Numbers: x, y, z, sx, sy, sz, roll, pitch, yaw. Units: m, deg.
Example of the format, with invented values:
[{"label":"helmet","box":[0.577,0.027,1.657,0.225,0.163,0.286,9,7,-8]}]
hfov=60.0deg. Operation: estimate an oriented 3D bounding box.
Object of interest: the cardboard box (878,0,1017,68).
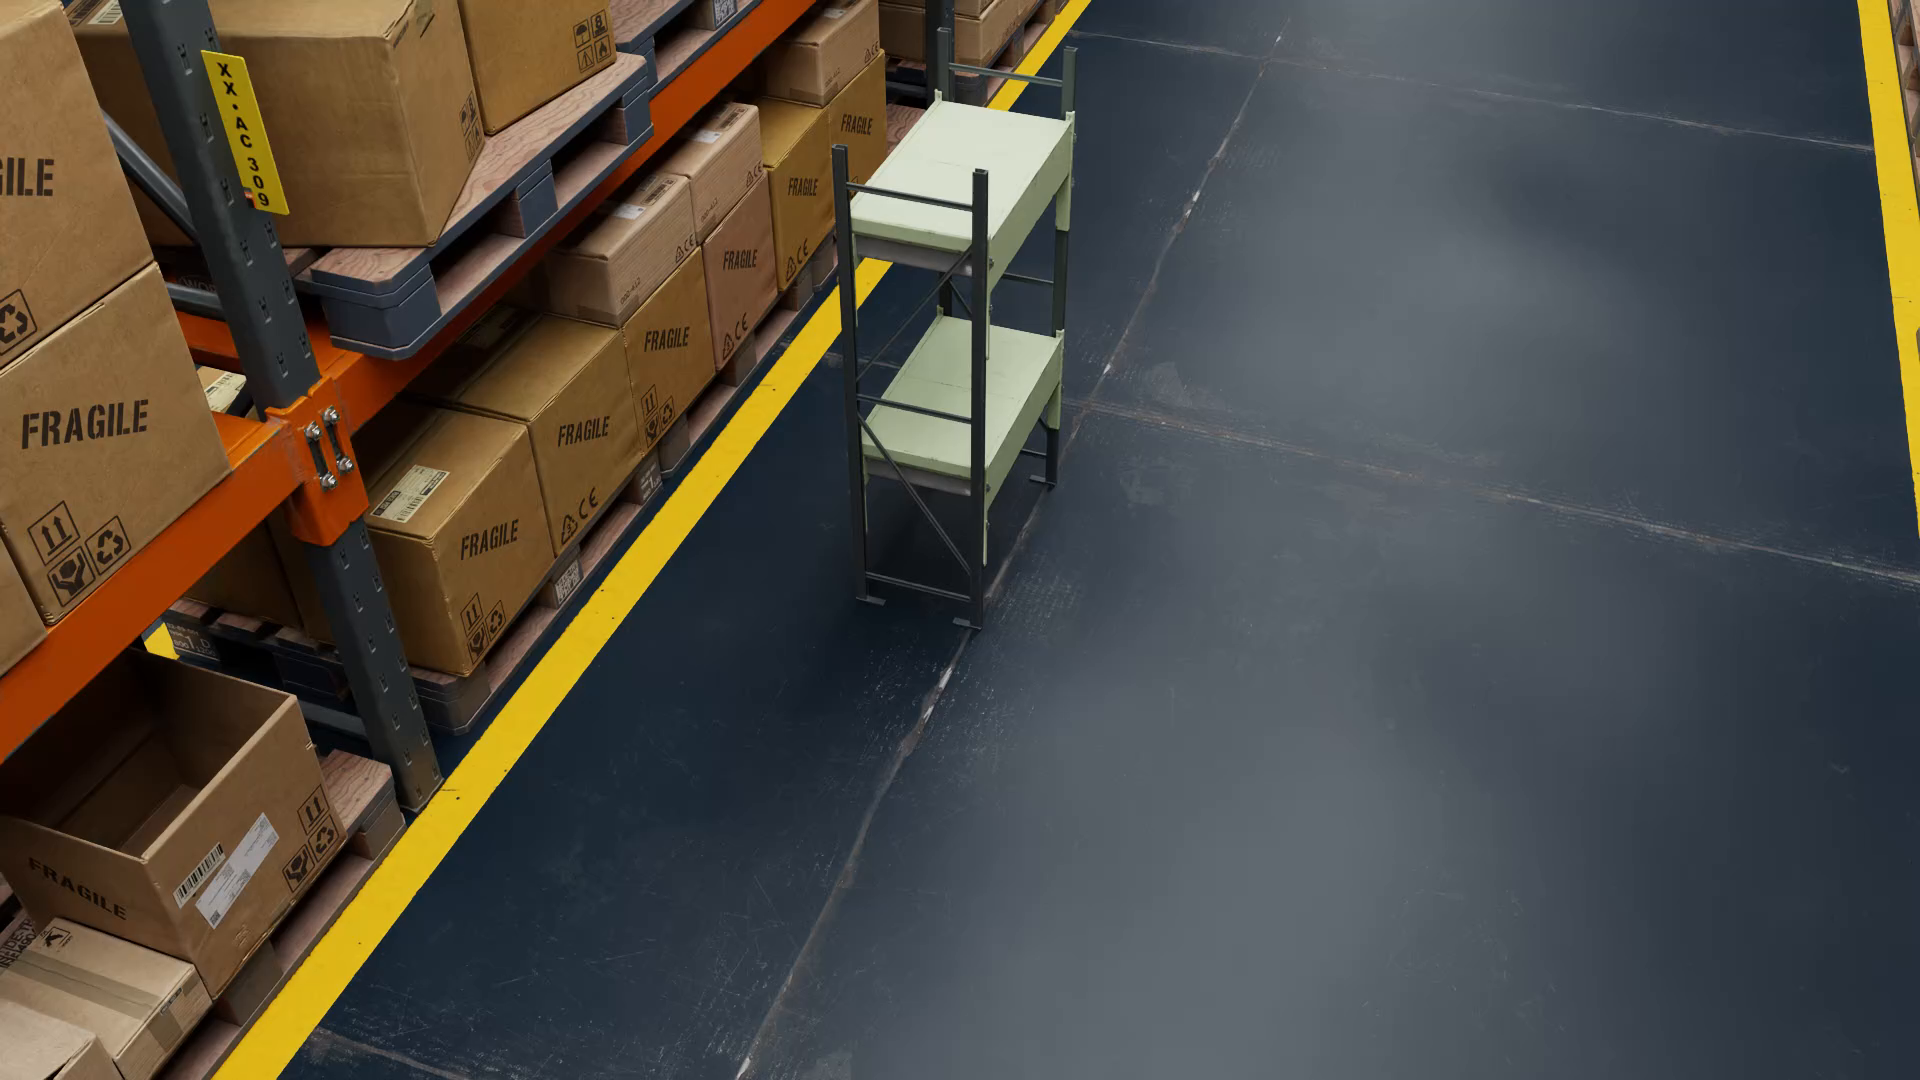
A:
[{"label":"cardboard box","box":[-0.057,-2.369,7.510,0.500,0.250,0.500,13,42,15]}]

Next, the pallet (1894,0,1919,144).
[{"label":"pallet","box":[4.832,-2.061,7.503,1.003,0.211,1.213,13,42,15]}]

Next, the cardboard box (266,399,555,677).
[{"label":"cardboard box","box":[-1.485,-0.018,4.547,0.500,0.500,0.500,11,42,13]}]

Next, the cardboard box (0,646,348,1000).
[{"label":"cardboard box","box":[-1.808,0.633,3.784,0.500,0.500,0.500,13,42,15]}]

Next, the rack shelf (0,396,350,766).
[{"label":"rack shelf","box":[-2.564,0.932,2.400,1.077,0.370,4.000,13,42,15]}]

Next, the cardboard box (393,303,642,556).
[{"label":"cardboard box","box":[-1.313,-0.346,4.932,0.500,0.500,0.500,14,42,16]}]

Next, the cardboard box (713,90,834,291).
[{"label":"cardboard box","box":[-0.788,-1.279,6.025,0.500,0.500,0.500,12,42,14]}]

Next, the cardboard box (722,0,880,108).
[{"label":"cardboard box","box":[-0.626,-1.845,6.110,0.500,0.250,0.500,15,43,17]}]

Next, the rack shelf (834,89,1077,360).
[{"label":"rack shelf","box":[0.002,-0.872,4.515,0.431,0.370,0.720,13,42,15]}]

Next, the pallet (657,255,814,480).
[{"label":"pallet","box":[-1.222,-0.751,5.968,1.003,0.211,1.213,13,42,15]}]

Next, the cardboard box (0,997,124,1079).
[{"label":"cardboard box","box":[-2.064,1.162,3.309,0.500,0.311,0.500,13,42,15]}]

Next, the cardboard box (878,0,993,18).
[{"label":"cardboard box","box":[-0.057,-2.582,7.328,0.500,0.311,0.500,15,43,17]}]

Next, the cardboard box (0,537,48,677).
[{"label":"cardboard box","box":[-1.985,0.078,2.771,0.500,0.500,0.500,14,43,16]}]

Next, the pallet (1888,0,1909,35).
[{"label":"pallet","box":[5.247,-2.807,8.378,1.003,0.211,1.213,13,42,15]}]

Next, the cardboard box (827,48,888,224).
[{"label":"cardboard box","box":[-0.611,-1.595,6.395,0.500,0.500,0.500,15,43,17]}]

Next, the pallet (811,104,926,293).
[{"label":"pallet","box":[-0.803,-1.493,6.837,1.003,0.211,1.213,13,42,15]}]

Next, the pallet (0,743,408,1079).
[{"label":"pallet","box":[-2.115,0.919,4.011,1.003,0.211,1.213,13,42,15]}]

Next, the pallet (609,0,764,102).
[{"label":"pallet","box":[-1.173,-1.741,5.127,1.003,0.211,1.213,13,42,15]}]

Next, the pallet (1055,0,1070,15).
[{"label":"pallet","box":[0.225,-3.175,8.809,1.003,0.211,1.213,13,42,15]}]

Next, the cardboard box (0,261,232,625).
[{"label":"cardboard box","box":[-1.810,-0.237,3.140,0.500,0.500,0.500,14,42,16]}]

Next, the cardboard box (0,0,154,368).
[{"label":"cardboard box","box":[-1.809,-0.614,2.811,0.500,0.500,0.500,14,42,15]}]

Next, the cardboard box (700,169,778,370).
[{"label":"cardboard box","box":[-0.962,-0.958,5.648,0.500,0.500,0.500,12,42,13]}]

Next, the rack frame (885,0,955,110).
[{"label":"rack frame","box":[-0.512,-3.001,6.456,1.000,3.000,0.127,13,42,15]}]

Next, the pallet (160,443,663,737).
[{"label":"pallet","box":[-1.637,-0.005,5.093,1.003,0.211,1.213,13,42,15]}]

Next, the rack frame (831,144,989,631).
[{"label":"rack frame","box":[-0.123,-0.351,4.506,0.400,1.500,0.023,13,42,15]}]

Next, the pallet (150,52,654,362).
[{"label":"pallet","box":[-1.504,-0.951,4.202,1.003,0.211,1.213,13,42,15]}]

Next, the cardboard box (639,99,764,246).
[{"label":"cardboard box","box":[-0.972,-1.220,5.378,0.500,0.250,0.500,13,42,14]}]

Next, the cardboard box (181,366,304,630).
[{"label":"cardboard box","box":[-1.980,-0.142,4.692,0.500,0.500,0.500,13,42,15]}]

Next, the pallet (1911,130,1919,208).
[{"label":"pallet","box":[4.413,-1.319,6.633,1.003,0.211,1.213,13,42,15]}]

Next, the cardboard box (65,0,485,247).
[{"label":"cardboard box","box":[-1.508,-0.998,3.708,0.700,0.500,0.500,0,40,0]}]

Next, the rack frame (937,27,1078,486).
[{"label":"rack frame","box":[0.127,-0.798,5.030,0.400,1.500,0.023,13,42,15]}]

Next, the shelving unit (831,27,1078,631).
[{"label":"shelving unit","box":[0.002,-0.575,4.768,0.431,1.500,0.755,13,42,15]}]

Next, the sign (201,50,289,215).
[{"label":"sign","box":[-1.367,-0.775,3.180,0.100,0.325,0.005,13,42,15]}]

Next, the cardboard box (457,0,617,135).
[{"label":"cardboard box","box":[-1.332,-1.432,4.216,0.700,0.500,0.500,20,44,22]}]

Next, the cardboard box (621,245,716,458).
[{"label":"cardboard box","box":[-1.135,-0.649,5.287,0.500,0.500,0.500,14,42,16]}]

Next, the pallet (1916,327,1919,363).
[{"label":"pallet","box":[3.804,-0.379,5.531,1.003,0.211,1.213,13,42,15]}]

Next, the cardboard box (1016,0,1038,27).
[{"label":"cardboard box","box":[0.114,-2.675,7.870,0.500,0.250,0.500,12,42,14]}]

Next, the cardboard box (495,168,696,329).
[{"label":"cardboard box","box":[-1.143,-0.914,5.019,0.500,0.250,0.500,13,42,15]}]

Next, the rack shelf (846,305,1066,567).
[{"label":"rack shelf","box":[0.002,-0.327,4.980,0.431,0.370,0.720,13,42,15]}]

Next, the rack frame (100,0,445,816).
[{"label":"rack frame","box":[-1.880,-0.561,3.596,1.000,3.000,0.127,13,42,15]}]

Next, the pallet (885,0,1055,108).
[{"label":"pallet","box":[-0.194,-2.433,7.939,1.003,0.211,1.213,13,42,15]}]

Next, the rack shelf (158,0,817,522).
[{"label":"rack shelf","box":[-1.196,-1.507,5.260,1.077,0.370,4.000,13,42,15]}]

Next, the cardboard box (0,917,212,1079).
[{"label":"cardboard box","box":[-1.880,1.009,3.614,0.380,0.149,0.250,13,42,15]}]
